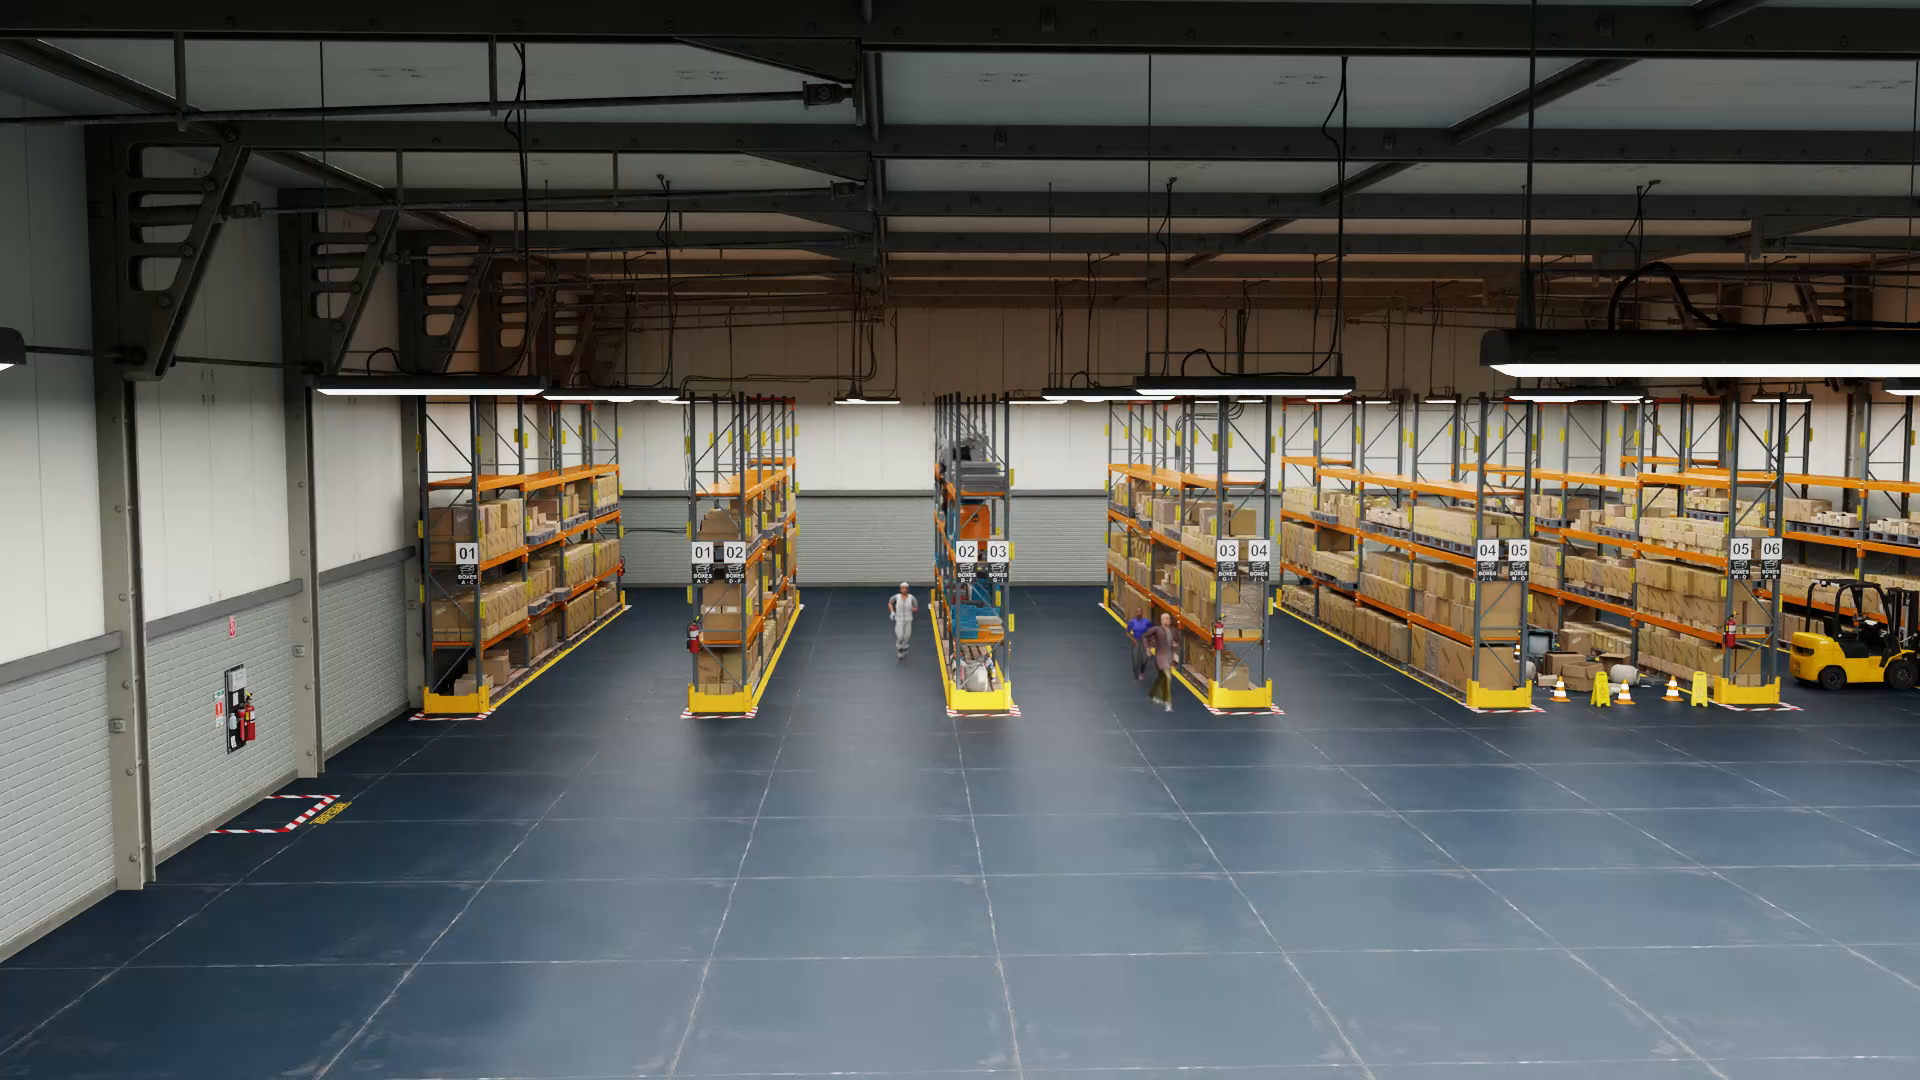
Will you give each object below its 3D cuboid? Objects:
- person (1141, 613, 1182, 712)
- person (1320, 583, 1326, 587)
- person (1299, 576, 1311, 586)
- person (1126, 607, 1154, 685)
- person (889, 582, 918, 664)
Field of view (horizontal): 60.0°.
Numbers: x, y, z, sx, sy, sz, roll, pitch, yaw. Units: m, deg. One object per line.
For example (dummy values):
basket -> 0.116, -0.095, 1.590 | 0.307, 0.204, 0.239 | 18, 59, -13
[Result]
person -> 3.882, 2.311, 31.651 | 0.734, 1.840, 0.837 | -3, 6, -37
person -> 10.989, 0.869, 49.486 | 0.968, 1.747, 0.710 | -2, 5, -18
person -> 10.192, 1.048, 48.793 | 0.679, 1.585, 0.538 | 2, 5, 28
person -> 3.715, 2.177, 34.240 | 0.608, 1.615, 0.564 | 0, 5, -1
person -> -1.254, 1.855, 37.231 | 0.631, 1.843, 0.779 | -1, 5, -9
